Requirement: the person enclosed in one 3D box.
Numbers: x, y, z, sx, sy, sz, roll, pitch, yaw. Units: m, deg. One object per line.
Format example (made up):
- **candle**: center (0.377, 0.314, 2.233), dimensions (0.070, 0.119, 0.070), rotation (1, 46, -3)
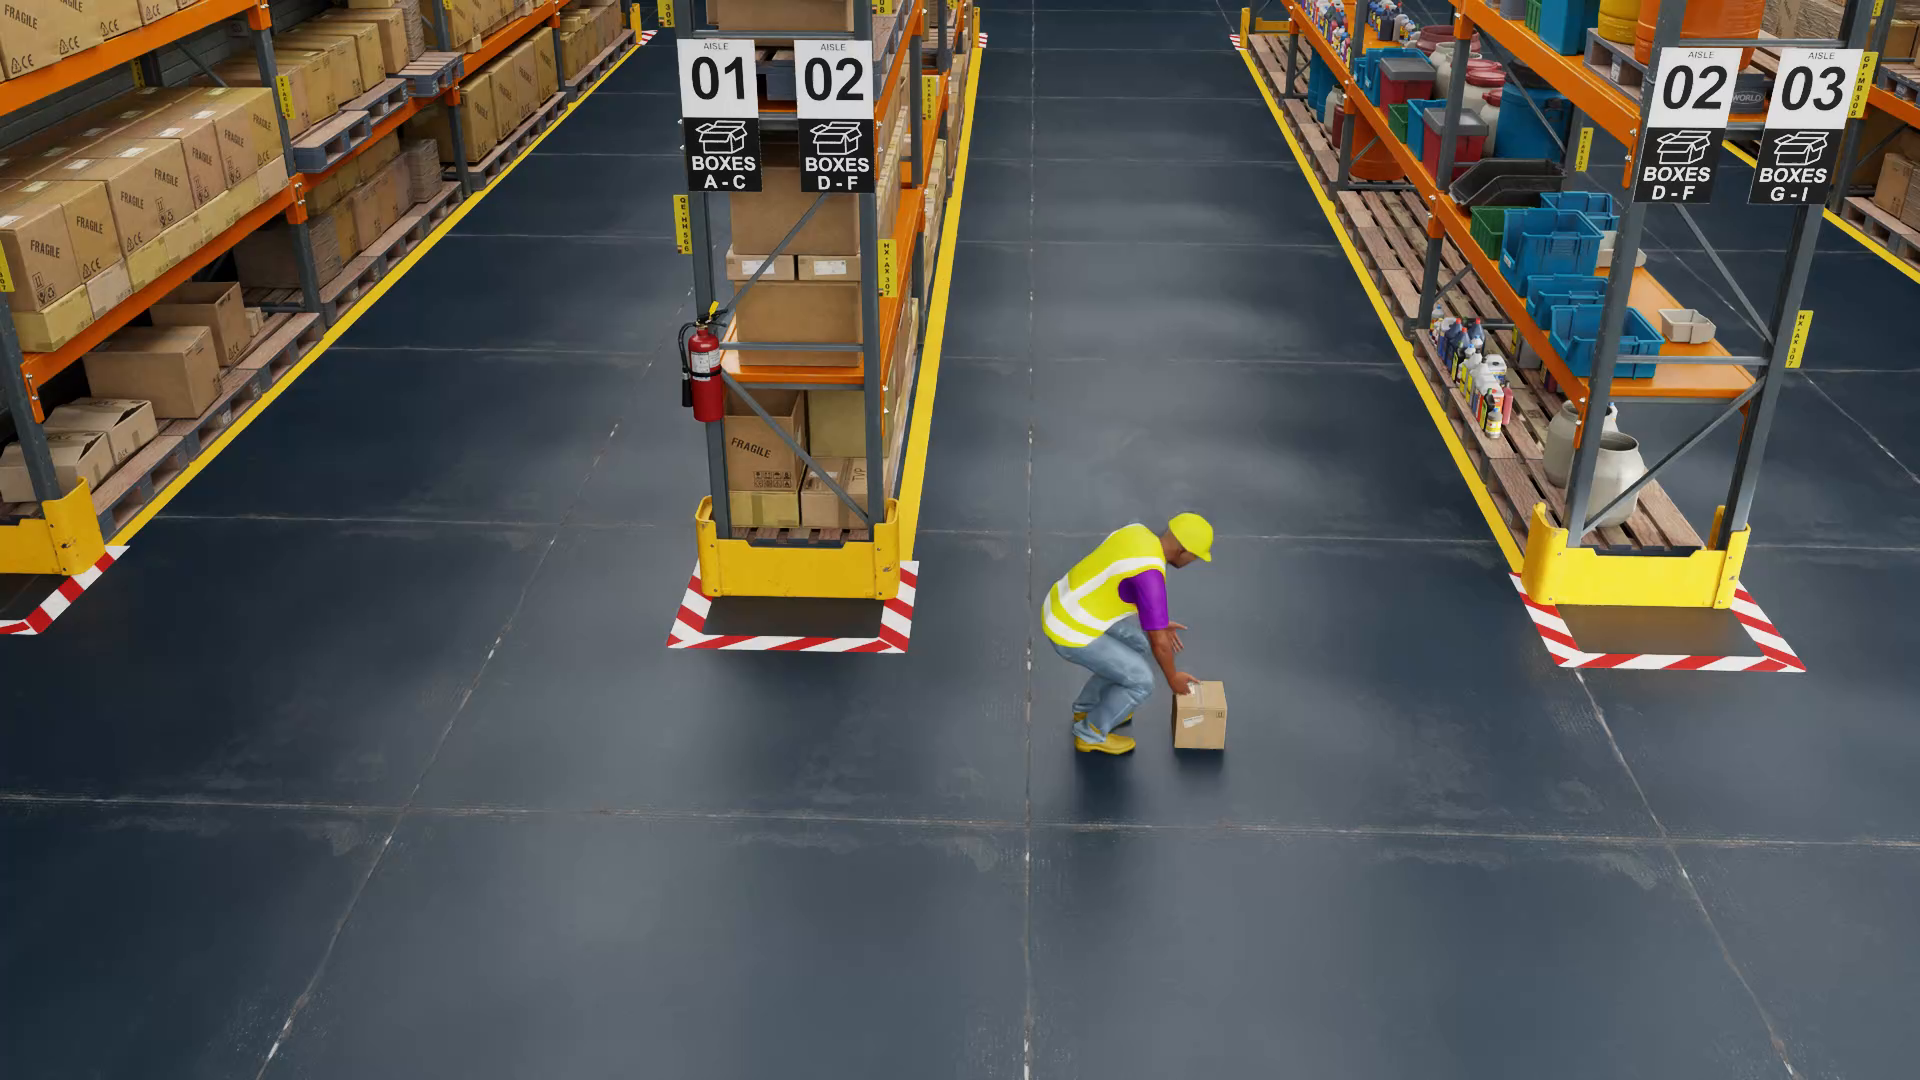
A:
- **person**: center (0.821, 0.426, 8.339), dimensions (0.828, 1.253, 0.625), rotation (1, 28, 2)
